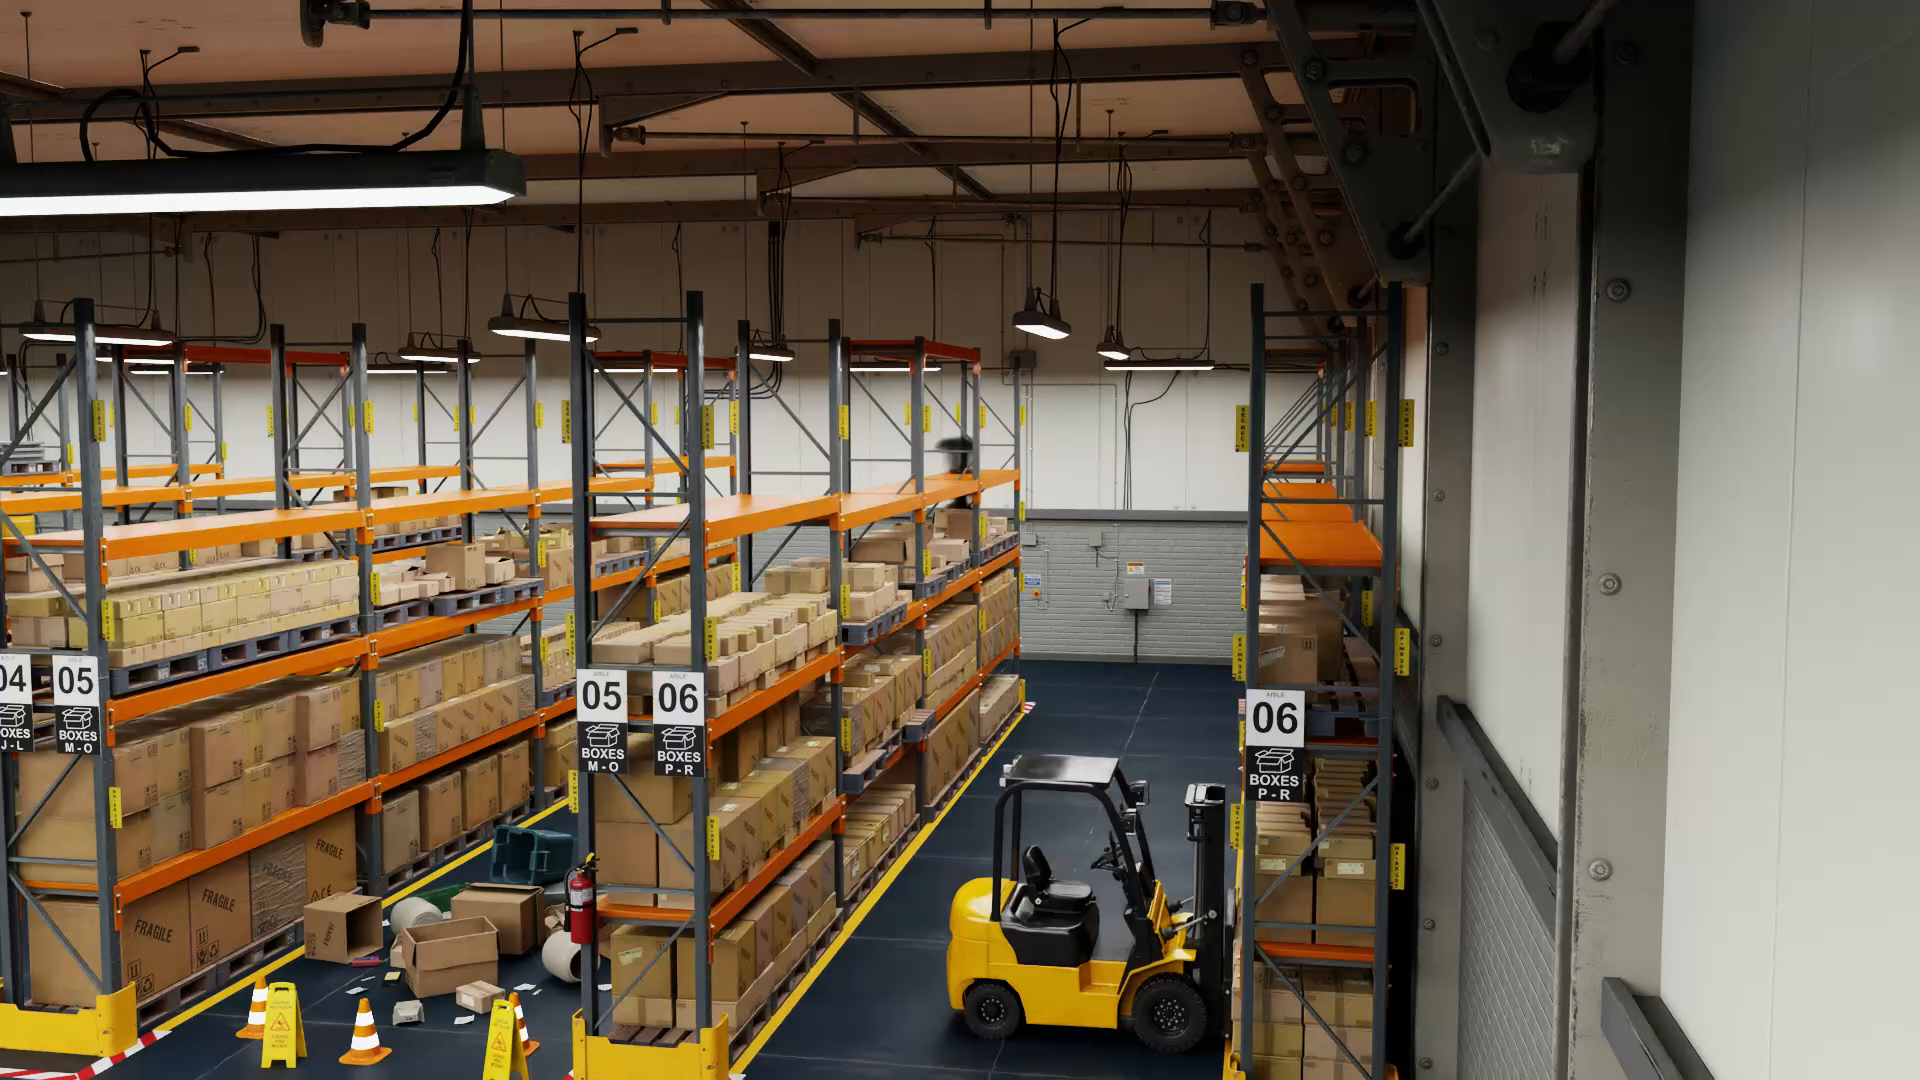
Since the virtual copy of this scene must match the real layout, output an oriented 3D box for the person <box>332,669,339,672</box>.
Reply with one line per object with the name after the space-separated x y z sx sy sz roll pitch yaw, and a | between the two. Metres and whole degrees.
-8.190 2.537 21.996 0.687 1.731 0.907 -1 5 -9 | person
